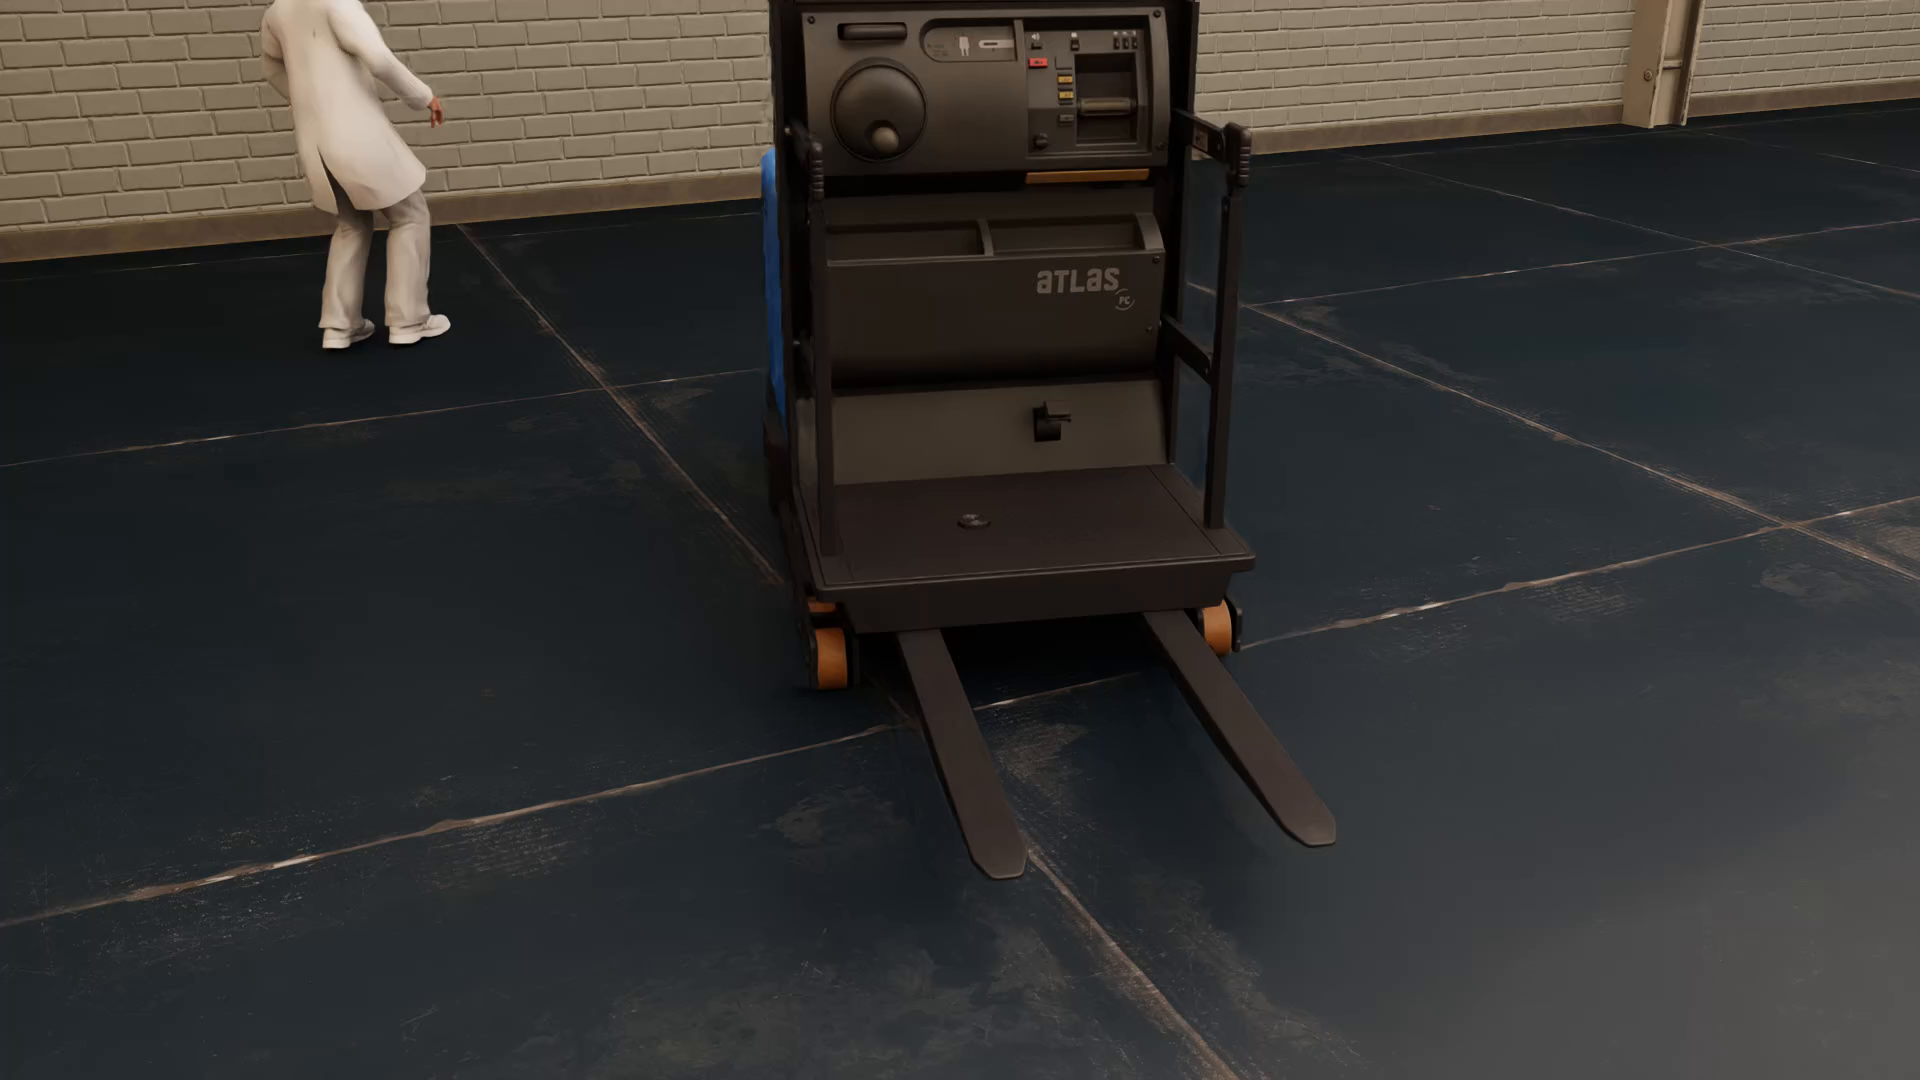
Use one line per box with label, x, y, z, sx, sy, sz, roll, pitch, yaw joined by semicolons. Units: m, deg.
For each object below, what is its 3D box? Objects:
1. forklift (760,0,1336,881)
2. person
forklift;0.112;-1.123;3.990;1.130;2.935;3.031;-4;23;-10
person;-2.499;-1.654;6.878;0.817;1.730;0.546;11;25;26
